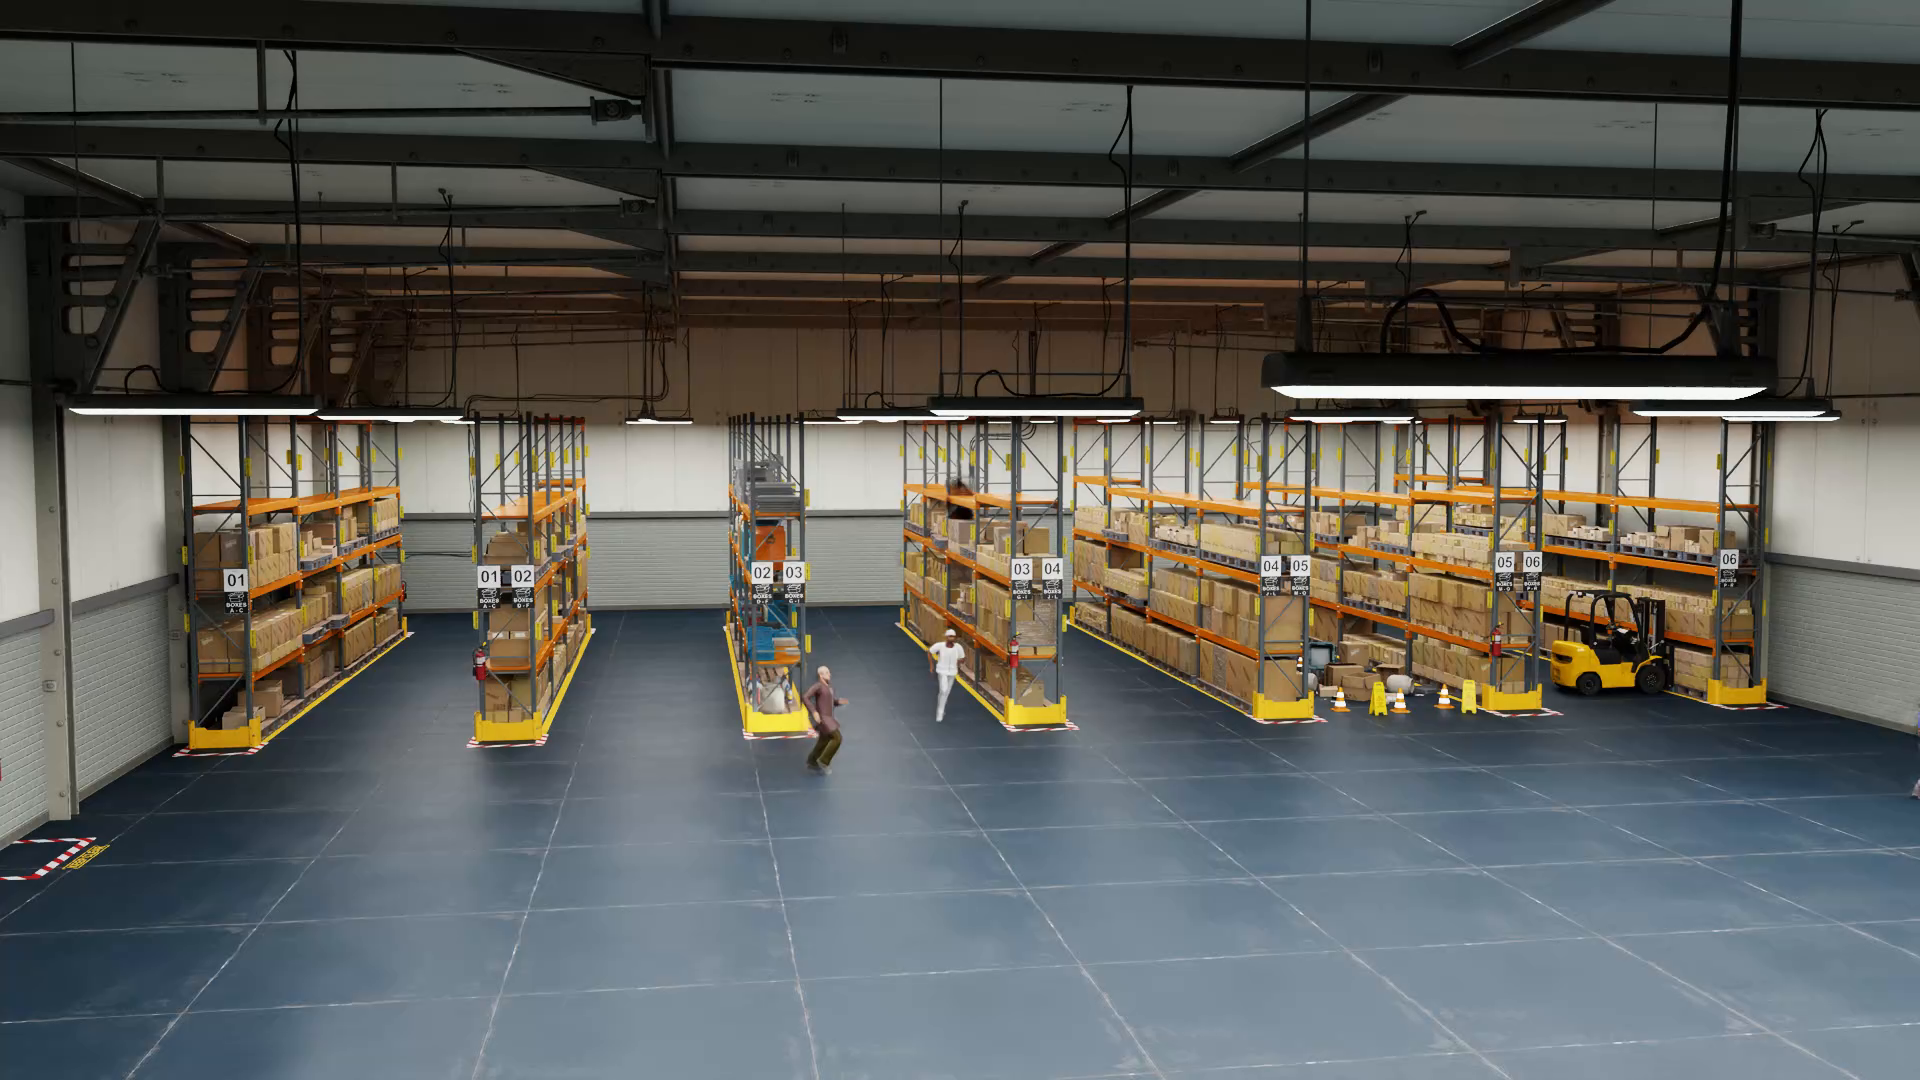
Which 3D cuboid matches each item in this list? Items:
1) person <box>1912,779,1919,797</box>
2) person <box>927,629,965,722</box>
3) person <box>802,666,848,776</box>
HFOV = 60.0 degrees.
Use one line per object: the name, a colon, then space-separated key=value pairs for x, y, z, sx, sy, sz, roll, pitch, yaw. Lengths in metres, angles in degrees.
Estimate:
person: x=14.965 y=3.172 z=25.374 sx=0.723 sy=1.613 sz=0.543 roll=2 pitch=5 yaw=33
person: x=-0.250 y=2.642 z=32.643 sx=0.696 sy=1.803 sz=0.771 roll=-2 pitch=4 yaw=-21
person: x=-2.208 y=2.936 z=27.365 sx=0.773 sy=1.714 sz=0.673 roll=1 pitch=4 yaw=11
